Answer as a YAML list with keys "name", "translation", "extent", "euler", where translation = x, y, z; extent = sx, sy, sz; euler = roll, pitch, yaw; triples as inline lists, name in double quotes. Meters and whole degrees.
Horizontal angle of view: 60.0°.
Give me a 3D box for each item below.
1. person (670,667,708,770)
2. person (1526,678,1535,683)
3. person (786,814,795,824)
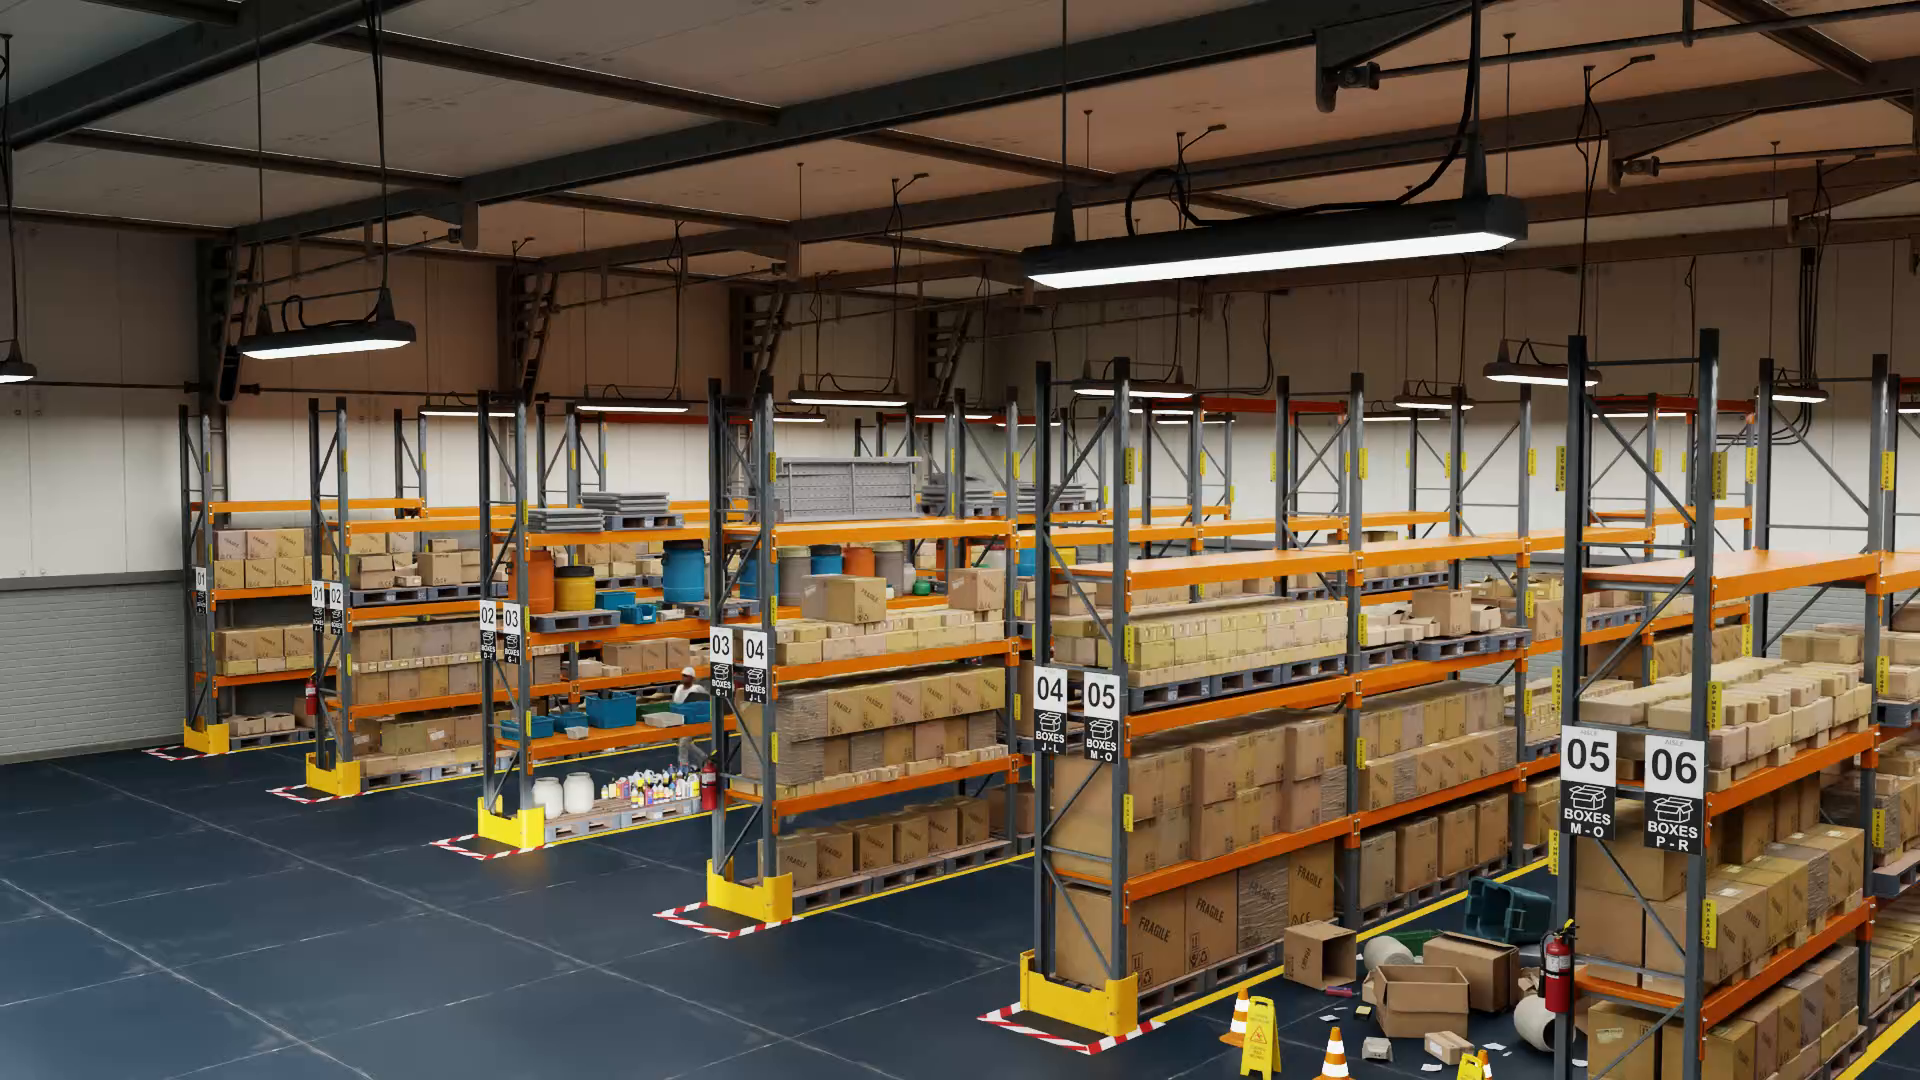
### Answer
- name: "person"
  translation: [-4.280, 2.878, 26.165]
  extent: [0.694, 1.759, 0.979]
  euler: [3, 4, 41]
- name: "person"
  translation: [8.722, 2.981, 25.569]
  extent: [0.554, 1.737, 0.672]
  euler: [3, 4, 44]
- name: "person"
  translation: [-2.385, 3.202, 21.900]
  extent: [0.601, 1.687, 0.954]
  euler: [2, 3, 29]
